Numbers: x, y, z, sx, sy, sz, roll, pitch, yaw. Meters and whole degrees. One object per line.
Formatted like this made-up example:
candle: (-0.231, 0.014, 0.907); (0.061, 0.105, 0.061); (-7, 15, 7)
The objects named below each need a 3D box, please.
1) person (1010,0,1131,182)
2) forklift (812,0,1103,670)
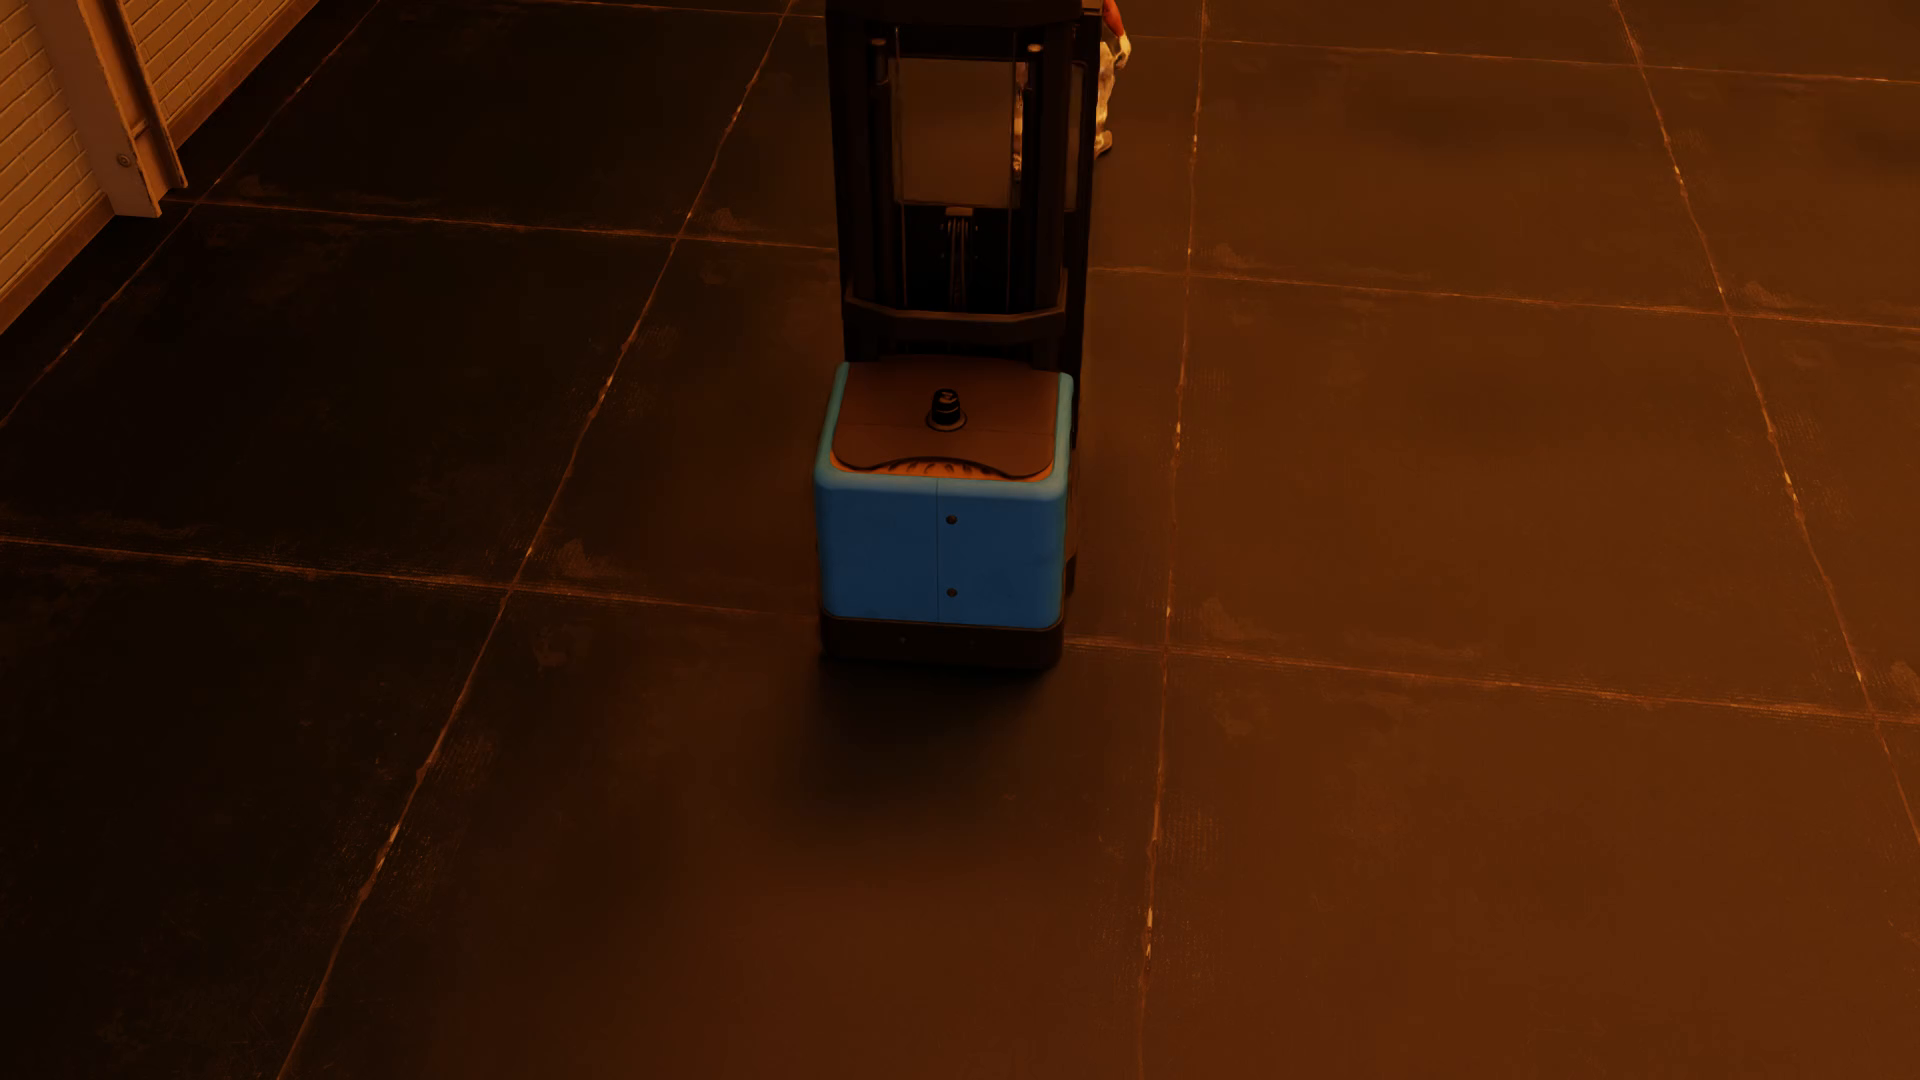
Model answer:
person: (0.682, -3.044, 9.953); (0.722, 1.706, 0.815); (10, 43, 10)
forklift: (0.036, -1.511, 7.369); (1.130, 2.935, 3.031); (3, 43, 4)
